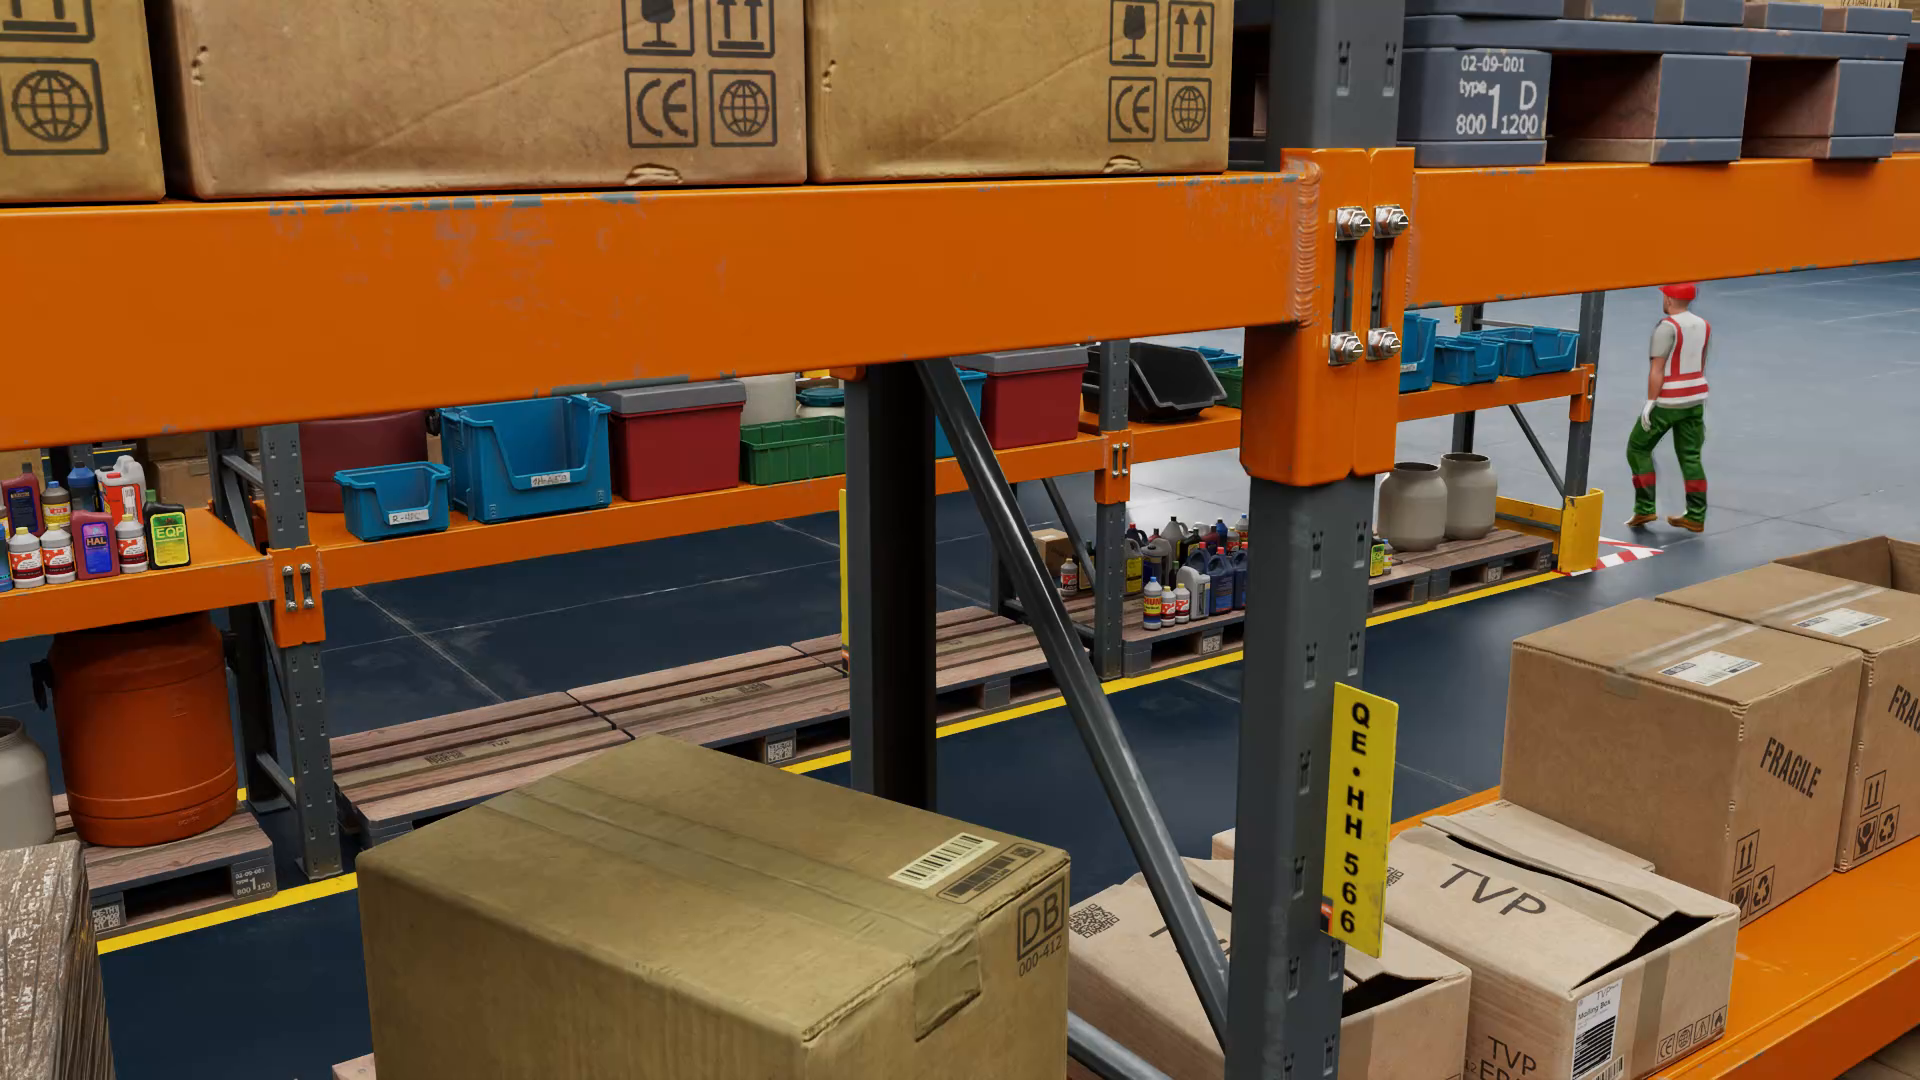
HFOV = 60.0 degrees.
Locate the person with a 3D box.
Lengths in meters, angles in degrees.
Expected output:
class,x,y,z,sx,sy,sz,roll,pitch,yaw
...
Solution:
class,x,y,z,sx,sy,sz,roll,pitch,yaw
person,4.972,-0.923,11.634,0.685,1.832,0.556,-7,16,-25
